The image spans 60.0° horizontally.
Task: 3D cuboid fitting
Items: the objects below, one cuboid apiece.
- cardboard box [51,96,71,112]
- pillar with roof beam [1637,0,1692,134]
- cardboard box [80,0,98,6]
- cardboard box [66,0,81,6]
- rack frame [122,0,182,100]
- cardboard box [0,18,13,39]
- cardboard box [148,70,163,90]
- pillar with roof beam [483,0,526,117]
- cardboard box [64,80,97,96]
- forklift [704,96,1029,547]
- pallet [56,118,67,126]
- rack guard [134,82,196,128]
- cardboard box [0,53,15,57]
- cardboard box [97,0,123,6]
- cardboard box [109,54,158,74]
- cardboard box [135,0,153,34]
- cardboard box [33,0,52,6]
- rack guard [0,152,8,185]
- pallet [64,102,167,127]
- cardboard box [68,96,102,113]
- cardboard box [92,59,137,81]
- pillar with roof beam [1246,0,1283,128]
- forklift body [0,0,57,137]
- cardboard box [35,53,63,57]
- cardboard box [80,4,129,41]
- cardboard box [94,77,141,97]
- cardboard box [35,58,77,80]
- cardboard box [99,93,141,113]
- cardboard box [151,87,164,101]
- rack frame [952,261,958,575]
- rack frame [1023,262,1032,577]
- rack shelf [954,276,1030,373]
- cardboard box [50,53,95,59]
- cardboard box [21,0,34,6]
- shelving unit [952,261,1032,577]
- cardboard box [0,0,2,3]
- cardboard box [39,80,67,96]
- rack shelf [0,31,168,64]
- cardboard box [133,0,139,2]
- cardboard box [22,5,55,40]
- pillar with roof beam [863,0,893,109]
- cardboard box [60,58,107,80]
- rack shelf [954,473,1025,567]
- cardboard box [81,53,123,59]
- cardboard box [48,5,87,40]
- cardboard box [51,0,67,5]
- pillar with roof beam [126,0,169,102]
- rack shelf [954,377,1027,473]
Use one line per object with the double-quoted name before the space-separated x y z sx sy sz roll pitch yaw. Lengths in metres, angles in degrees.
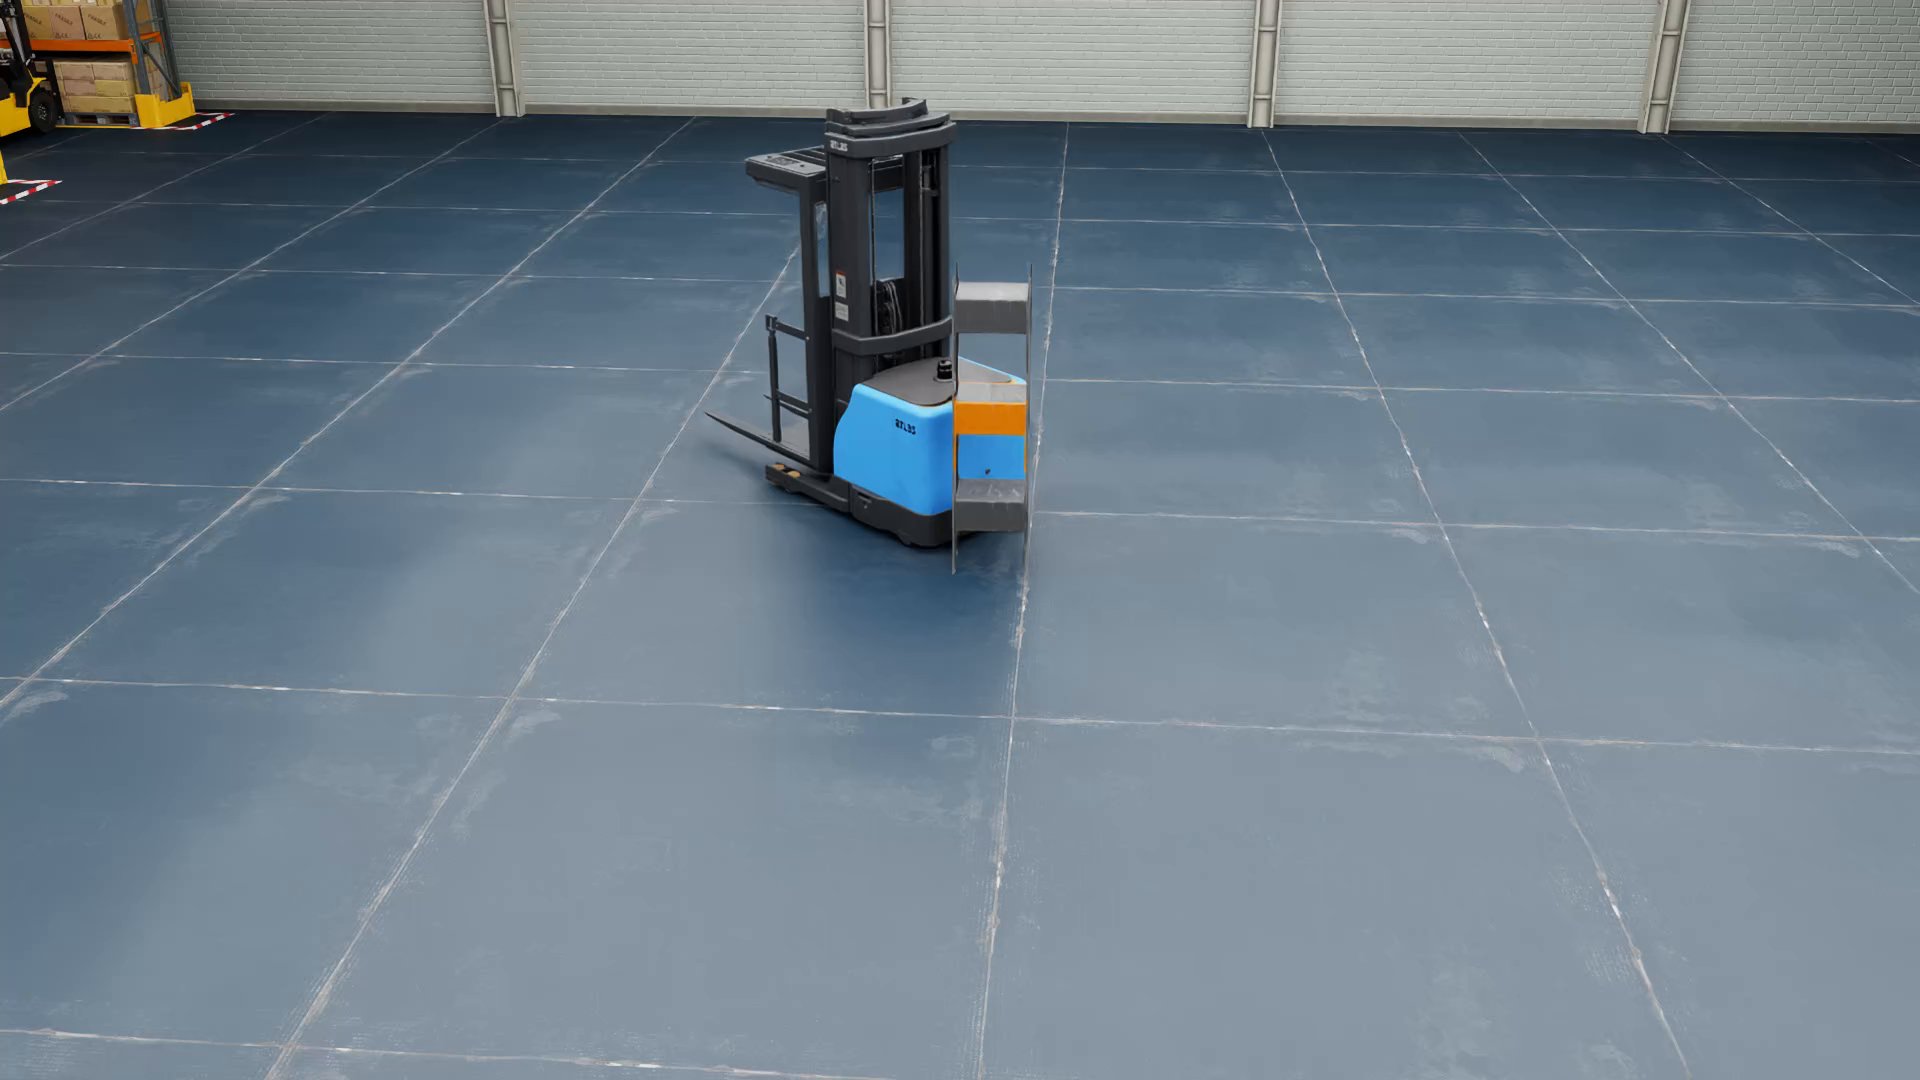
"cardboard box" -14.106 -6.905 26.166 0.500 0.250 0.500 2 25 5
"pillar with roof beam" 10.354 -8.601 19.889 0.400 9.000 9.100 2 25 4
"cardboard box" -13.245 -8.271 25.451 0.250 0.149 0.380 2 25 5
"cardboard box" -13.499 -8.304 25.525 0.250 0.149 0.380 2 25 5
"rack frame" -12.621 -8.040 25.847 0.127 3.000 1.000 2 25 4
"cardboard box" -14.661 -8.040 25.727 0.500 0.500 0.500 2 25 4
"cardboard box" -13.073 -7.311 26.450 0.500 0.250 0.500 2 25 5
"pillar with roof beam" -7.593 -9.177 21.141 0.400 9.000 9.100 2 25 4
"cardboard box" -13.629 -7.115 26.025 0.500 0.250 0.500 2 25 3
"forklift" -0.855 -1.817 12.404 1.130 2.935 3.031 -21 32 -37
"pallet" -14.599 -6.821 26.532 1.213 0.211 1.003 2 25 4
"rack guard" -12.597 -6.904 26.368 0.348 0.500 1.175 2 25 4
"cardboard box" -15.094 -7.597 26.475 0.500 0.250 0.500 2 25 4
"cardboard box" -12.988 -8.275 25.461 0.250 0.149 0.380 2 25 5
"cardboard box" -13.085 -7.531 26.330 0.500 0.250 0.500 1 25 3
"cardboard box" -13.093 -8.217 26.112 0.500 0.500 0.500 3 25 6
"cardboard box" -14.015 -8.306 25.528 0.250 0.149 0.380 1 25 2
"rack guard" -13.073 -4.838 21.878 0.348 0.500 1.175 2 25 4
"pallet" -13.386 -6.781 26.445 1.213 0.211 1.003 2 25 4
"cardboard box" -13.608 -6.885 26.123 0.500 0.250 0.500 2 25 4
"cardboard box" -13.104 -7.321 25.874 0.500 0.250 0.500 3 25 6
"pillar with roof beam" 4.372 -8.793 20.306 0.400 9.000 9.100 2 25 4
"forklift body" -14.651 -6.955 24.504 1.214 2.155 2.313 2 25 4
"cardboard box" -14.592 -7.585 26.447 0.500 0.250 0.500 1 25 3
"cardboard box" -13.131 -7.992 25.622 0.500 0.500 0.500 1 25 3
"cardboard box" -13.130 -7.094 25.980 0.500 0.250 0.500 2 25 3
"cardboard box" -14.117 -7.347 25.930 0.500 0.250 0.500 2 25 5
"cardboard box" -13.113 -6.865 26.080 0.500 0.250 0.500 2 25 4
"cardboard box" -13.095 -7.079 26.545 0.500 0.250 0.500 2 25 4
"rack frame" -0.033 -0.794 11.176 0.015 2.100 0.400 1 25 3
"rack frame" 0.454 -0.782 11.149 0.015 2.100 0.400 1 25 3
"rack shelf" 0.211 -1.412 10.876 0.480 0.518 0.431 1 25 3
"cardboard box" -14.082 -7.565 26.405 0.500 0.250 0.500 2 25 4
"cardboard box" -14.269 -8.306 25.528 0.250 0.149 0.380 2 25 4
"shelving unit" 0.211 -0.788 11.163 0.503 2.100 0.431 1 25 3
"cardboard box" -14.771 -8.331 25.582 0.250 0.149 0.380 1 25 3
"cardboard box" -14.145 -7.123 26.041 0.500 0.250 0.500 1 25 3
"rack shelf" -14.615 -7.778 26.136 4.000 0.370 1.077 2 25 4
"cardboard box" -12.939 -8.499 25.949 0.250 0.149 0.380 1 25 3
"cardboard box" -14.159 -8.029 25.702 0.500 0.500 0.500 1 25 3
"pillar with roof beam" -1.611 -8.985 20.724 0.400 9.000 9.100 2 25 4
"cardboard box" -13.613 -7.335 25.904 0.500 0.250 0.500 2 25 5
"rack shelf" 0.211 -0.140 11.461 0.480 0.518 0.431 1 25 3
"cardboard box" -13.584 -7.545 26.361 0.500 0.250 0.500 2 25 4
"cardboard box" -13.648 -8.013 25.667 0.500 0.500 0.500 3 25 6
"cardboard box" -13.745 -8.317 25.552 0.250 0.149 0.380 2 25 4
"pillar with roof beam" -13.575 -9.369 21.558 0.400 9.000 9.100 2 25 4
"rack shelf" 0.211 -0.776 11.168 0.480 0.518 0.431 1 25 3
